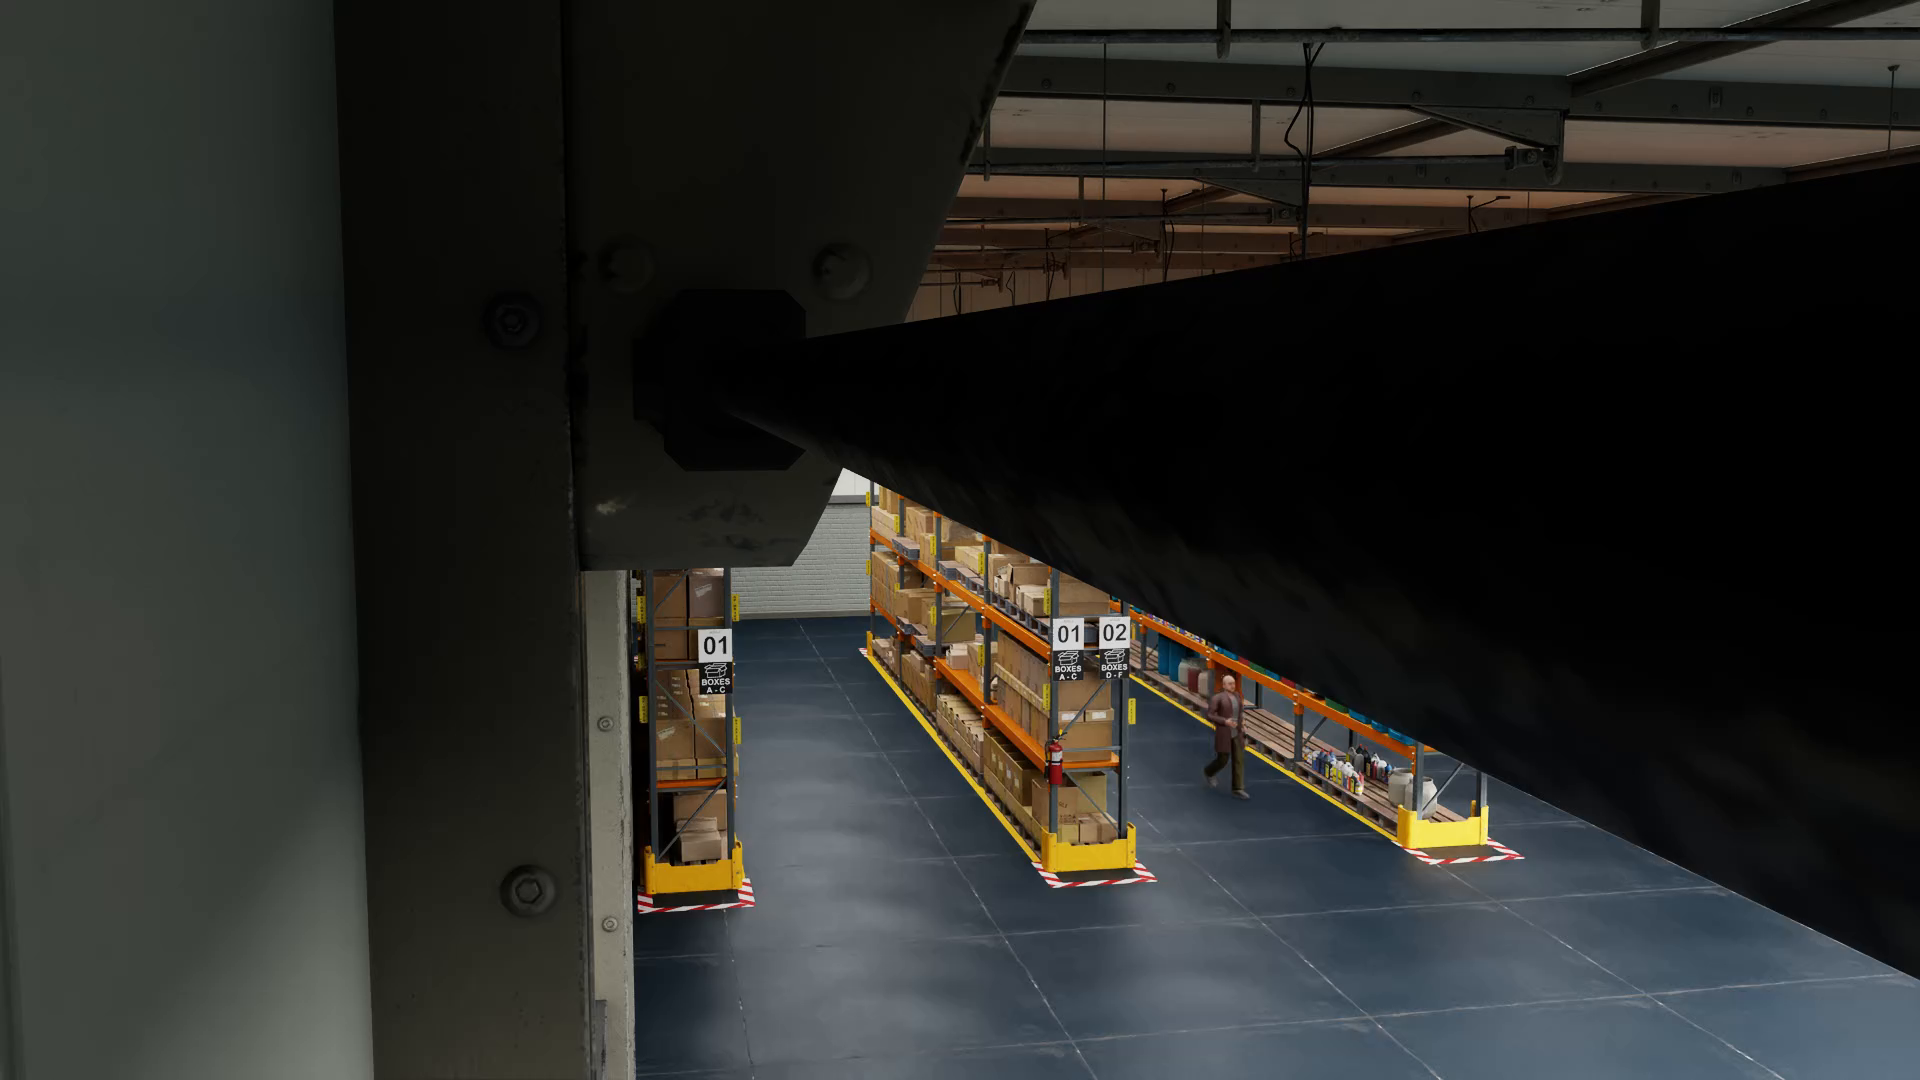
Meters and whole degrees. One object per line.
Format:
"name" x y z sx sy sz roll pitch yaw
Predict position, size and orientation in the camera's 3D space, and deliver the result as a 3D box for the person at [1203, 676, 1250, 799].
"person" 3.944 2.962 24.488 0.715 1.561 1.000 -3 7 -26
